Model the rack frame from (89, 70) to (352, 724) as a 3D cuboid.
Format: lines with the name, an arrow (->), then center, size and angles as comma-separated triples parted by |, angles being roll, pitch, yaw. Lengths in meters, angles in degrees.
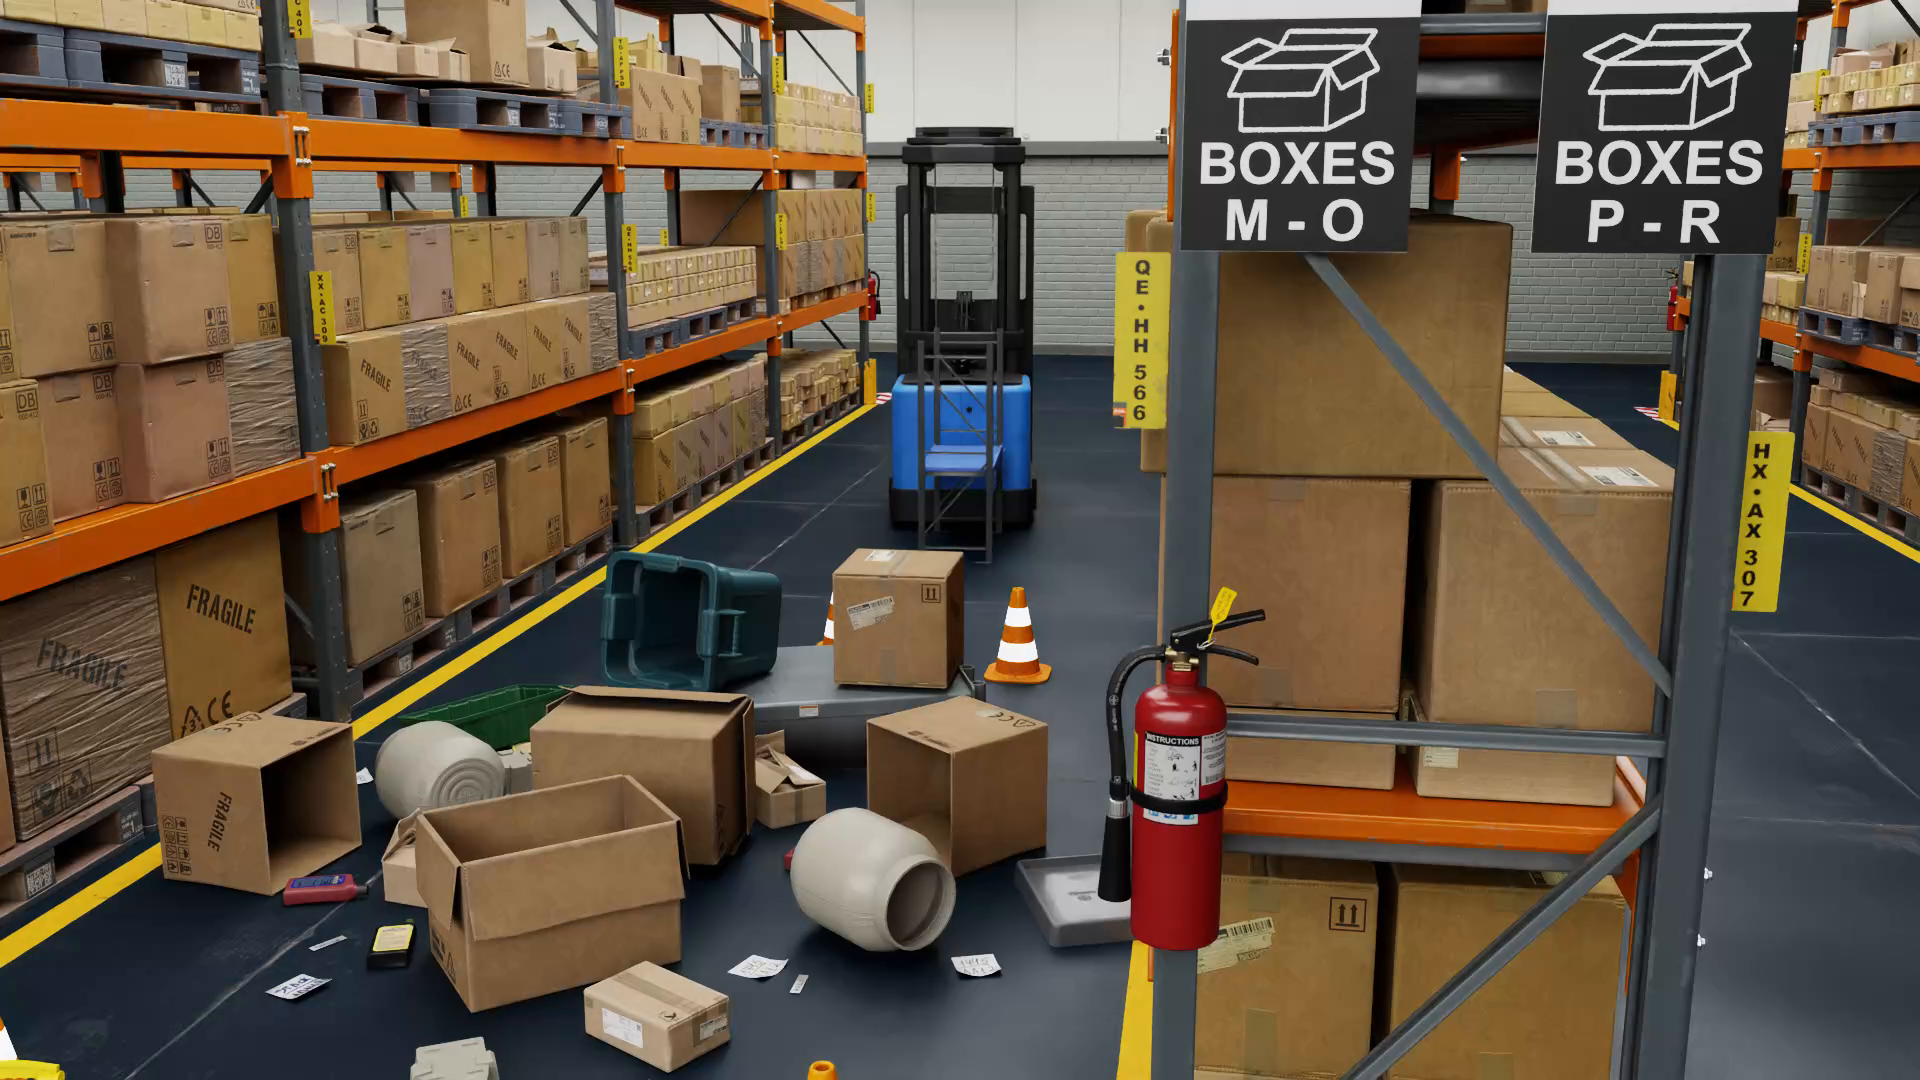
rack frame -> -3.410, -0.598, 7.647 | 1.000, 3.000, 0.127 | 2, 12, 9

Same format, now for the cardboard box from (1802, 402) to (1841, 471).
cardboard box -> 7.336, -0.854, 13.771 | 0.500, 0.500, 0.500 | 2, 12, 11

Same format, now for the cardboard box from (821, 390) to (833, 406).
cardboard box -> -1.568, -1.519, 17.692 | 0.380, 0.149, 0.250 | 2, 12, 10

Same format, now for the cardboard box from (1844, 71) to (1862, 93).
cardboard box -> 7.102, -3.550, 12.880 | 0.380, 0.149, 0.250 | 2, 12, 8

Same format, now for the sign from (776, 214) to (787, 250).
sign -> -1.630, -2.812, 15.173 | 0.100, 0.325, 0.005 | 2, 12, 9

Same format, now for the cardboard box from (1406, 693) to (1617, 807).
cardboard box -> 1.139, 0.433, 3.461 | 0.380, 0.149, 0.250 | 2, 12, 9

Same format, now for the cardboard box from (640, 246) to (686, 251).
cardboard box -> -2.694, -2.569, 14.983 | 0.380, 0.149, 0.250 | 3, 12, 12

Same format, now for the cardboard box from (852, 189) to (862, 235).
cardboard box -> -1.389, -3.676, 18.612 | 0.500, 0.500, 0.500 | 2, 12, 7

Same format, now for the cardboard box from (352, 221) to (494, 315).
cardboard box -> -3.105, -1.556, 9.485 | 0.700, 0.500, 0.500 | 2, 12, 8

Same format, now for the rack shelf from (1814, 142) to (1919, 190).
rack shelf -> 7.325, -2.662, 11.814 | 1.077, 0.370, 4.000 | 2, 12, 9

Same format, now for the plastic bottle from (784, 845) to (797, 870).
plastic bottle -> -0.554, 1.186, 6.346 | 0.133, 0.061, 0.283 | 4, 13, 18

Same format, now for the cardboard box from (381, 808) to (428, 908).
cardboard box -> -1.854, 1.156, 5.998 | 0.396, 0.266, 0.258 | 4, 13, 18

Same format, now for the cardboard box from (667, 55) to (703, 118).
cardboard box -> -2.547, -3.668, 13.531 | 0.797, 0.503, 0.637 | 2, 12, 8

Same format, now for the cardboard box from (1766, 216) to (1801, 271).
cardboard box -> 7.682, -2.837, 15.908 | 0.500, 0.500, 0.500 | 2, 12, 10

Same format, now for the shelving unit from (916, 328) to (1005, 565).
shelving unit -> 0.015, -0.682, 11.599 | 0.538, 1.500, 1.048 | 1, 12, 5

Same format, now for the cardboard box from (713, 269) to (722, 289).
cardboard box -> -2.205, -2.184, 13.902 | 0.380, 0.149, 0.250 | 1, 12, 6

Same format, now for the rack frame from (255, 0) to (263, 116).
rack frame -> -7.065, -5.378, 15.586 | 1.000, 3.000, 0.127 | 2, 12, 9

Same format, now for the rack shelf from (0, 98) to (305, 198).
rack shelf -> -3.717, -1.296, 5.475 | 1.077, 0.370, 4.000 | 2, 12, 9

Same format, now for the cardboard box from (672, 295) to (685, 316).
cardboard box -> -2.365, -1.823, 12.934 | 0.380, 0.149, 0.250 | 2, 12, 11

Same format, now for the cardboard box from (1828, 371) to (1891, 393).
cardboard box -> 7.322, -1.288, 13.540 | 0.380, 0.149, 0.250 | 1, 12, 6

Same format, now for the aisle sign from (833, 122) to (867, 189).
aisle sign -> -1.256, -4.372, 18.990 | 0.394, 0.787, 0.004 | 2, 12, 9

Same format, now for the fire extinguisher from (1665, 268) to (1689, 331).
fire extinguisher -> 7.814, -2.622, 18.108 | 0.296, 0.674, 0.183 | 2, 12, 9

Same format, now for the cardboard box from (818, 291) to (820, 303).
cardboard box -> -1.662, -2.522, 17.171 | 0.380, 0.149, 0.250 | 2, 12, 11

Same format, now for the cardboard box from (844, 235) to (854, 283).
cardboard box -> -1.463, -3.081, 18.227 | 0.500, 0.500, 0.500 | 2, 12, 8

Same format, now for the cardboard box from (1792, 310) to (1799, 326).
cardboard box -> 7.432, -1.916, 14.358 | 0.380, 0.149, 0.250 | 2, 12, 9

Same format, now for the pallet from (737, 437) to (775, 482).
pallet -> -2.297, -0.738, 14.916 | 1.003, 0.211, 1.213 | 2, 12, 9

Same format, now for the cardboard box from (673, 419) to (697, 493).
cardboard box -> -2.360, -0.658, 12.861 | 0.500, 0.500, 0.500 | 2, 12, 9

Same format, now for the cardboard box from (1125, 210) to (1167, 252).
cardboard box -> 0.807, -0.637, 4.512 | 0.700, 0.500, 0.500 | 2, 12, 8

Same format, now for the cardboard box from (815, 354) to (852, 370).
cardboard box -> -1.405, -1.971, 18.379 | 0.380, 0.149, 0.250 | 2, 12, 7

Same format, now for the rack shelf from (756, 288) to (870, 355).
rack shelf -> -1.872, -2.328, 17.383 | 1.077, 0.370, 4.000 | 2, 12, 9

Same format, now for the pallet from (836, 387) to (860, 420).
pallet -> -1.736, -1.549, 18.680 | 1.003, 0.211, 1.213 | 2, 12, 9

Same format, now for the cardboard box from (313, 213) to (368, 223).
cardboard box -> -6.580, -3.186, 17.526 | 0.500, 0.500, 0.500 | 1, 12, 7

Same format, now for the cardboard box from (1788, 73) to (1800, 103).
cardboard box -> 7.542, -3.965, 14.617 | 0.500, 0.250, 0.500 | 2, 12, 8

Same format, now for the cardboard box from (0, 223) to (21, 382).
cardboard box -> -3.763, -0.787, 5.604 | 0.875, 0.550, 0.500 | 2, 12, 9

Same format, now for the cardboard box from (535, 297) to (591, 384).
cardboard box -> -2.676, -1.273, 10.544 | 0.500, 0.500, 0.500 | 2, 12, 9

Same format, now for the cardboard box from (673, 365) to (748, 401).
cardboard box -> -2.136, -1.343, 14.263 | 0.500, 0.250, 0.500 | 2, 12, 11

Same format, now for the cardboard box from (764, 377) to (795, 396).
cardboard box -> -1.821, -1.486, 16.127 | 0.380, 0.149, 0.250 | 3, 12, 11

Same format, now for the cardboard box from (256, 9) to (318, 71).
cardboard box -> -3.459, -2.397, 7.999 | 0.500, 0.250, 0.500 | 2, 12, 9

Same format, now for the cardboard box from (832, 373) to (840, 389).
cardboard box -> -1.508, -1.717, 17.906 | 0.380, 0.149, 0.250 | 2, 12, 9

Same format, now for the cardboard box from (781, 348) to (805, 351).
cardboard box -> -1.980, -2.100, 18.977 | 0.380, 0.149, 0.250 | 1, 12, 6

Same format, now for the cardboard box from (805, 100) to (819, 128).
cardboard box -> -1.696, -4.201, 16.415 | 0.500, 0.250, 0.500 | 2, 12, 10

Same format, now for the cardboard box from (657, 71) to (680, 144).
cardboard box -> -2.374, -3.160, 12.180 | 0.500, 0.500, 0.500 | 2, 12, 9

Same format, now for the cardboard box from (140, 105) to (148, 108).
cardboard box -> -7.322, -3.848, 14.821 | 0.500, 0.311, 0.500 | 1, 12, 7

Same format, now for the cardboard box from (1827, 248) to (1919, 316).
cardboard box -> 7.258, -2.017, 12.997 | 0.700, 0.500, 0.500 | 2, 12, 9

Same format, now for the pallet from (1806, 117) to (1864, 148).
pallet -> 7.463, -3.205, 13.070 | 1.213, 0.211, 1.003 | 2, 12, 9

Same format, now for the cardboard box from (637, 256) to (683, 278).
cardboard box -> -2.370, -2.112, 12.862 | 0.380, 0.149, 0.250 | 2, 12, 11

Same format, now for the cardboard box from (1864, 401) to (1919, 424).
cardboard box -> 7.216, -0.976, 12.799 | 0.380, 0.149, 0.250 | 2, 12, 9

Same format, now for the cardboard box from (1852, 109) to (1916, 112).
cardboard box -> 7.178, -3.404, 12.908 | 0.380, 0.149, 0.250 | 2, 12, 9

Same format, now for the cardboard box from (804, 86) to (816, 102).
cardboard box -> -1.646, -4.420, 16.487 | 0.380, 0.149, 0.250 | 3, 12, 11

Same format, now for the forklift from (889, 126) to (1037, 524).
forklift -> 0.047, -1.815, 13.457 | 1.130, 2.935, 3.031 | 0, 12, 1

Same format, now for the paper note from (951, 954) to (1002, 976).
paper note -> 0.055, 1.391, 5.466 | 0.142, 0.019, 0.148 | -2, 12, -11

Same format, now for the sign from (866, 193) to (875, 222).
sign -> -1.019, -3.794, 18.981 | 0.100, 0.325, 0.005 | 2, 12, 9

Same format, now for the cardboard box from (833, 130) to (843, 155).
cardboard box -> -1.533, -4.176, 17.488 | 0.500, 0.250, 0.500 | 2, 12, 11

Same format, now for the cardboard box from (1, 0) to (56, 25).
cardboard box -> -3.344, -1.844, 5.673 | 0.380, 0.149, 0.250 | 2, 12, 8
